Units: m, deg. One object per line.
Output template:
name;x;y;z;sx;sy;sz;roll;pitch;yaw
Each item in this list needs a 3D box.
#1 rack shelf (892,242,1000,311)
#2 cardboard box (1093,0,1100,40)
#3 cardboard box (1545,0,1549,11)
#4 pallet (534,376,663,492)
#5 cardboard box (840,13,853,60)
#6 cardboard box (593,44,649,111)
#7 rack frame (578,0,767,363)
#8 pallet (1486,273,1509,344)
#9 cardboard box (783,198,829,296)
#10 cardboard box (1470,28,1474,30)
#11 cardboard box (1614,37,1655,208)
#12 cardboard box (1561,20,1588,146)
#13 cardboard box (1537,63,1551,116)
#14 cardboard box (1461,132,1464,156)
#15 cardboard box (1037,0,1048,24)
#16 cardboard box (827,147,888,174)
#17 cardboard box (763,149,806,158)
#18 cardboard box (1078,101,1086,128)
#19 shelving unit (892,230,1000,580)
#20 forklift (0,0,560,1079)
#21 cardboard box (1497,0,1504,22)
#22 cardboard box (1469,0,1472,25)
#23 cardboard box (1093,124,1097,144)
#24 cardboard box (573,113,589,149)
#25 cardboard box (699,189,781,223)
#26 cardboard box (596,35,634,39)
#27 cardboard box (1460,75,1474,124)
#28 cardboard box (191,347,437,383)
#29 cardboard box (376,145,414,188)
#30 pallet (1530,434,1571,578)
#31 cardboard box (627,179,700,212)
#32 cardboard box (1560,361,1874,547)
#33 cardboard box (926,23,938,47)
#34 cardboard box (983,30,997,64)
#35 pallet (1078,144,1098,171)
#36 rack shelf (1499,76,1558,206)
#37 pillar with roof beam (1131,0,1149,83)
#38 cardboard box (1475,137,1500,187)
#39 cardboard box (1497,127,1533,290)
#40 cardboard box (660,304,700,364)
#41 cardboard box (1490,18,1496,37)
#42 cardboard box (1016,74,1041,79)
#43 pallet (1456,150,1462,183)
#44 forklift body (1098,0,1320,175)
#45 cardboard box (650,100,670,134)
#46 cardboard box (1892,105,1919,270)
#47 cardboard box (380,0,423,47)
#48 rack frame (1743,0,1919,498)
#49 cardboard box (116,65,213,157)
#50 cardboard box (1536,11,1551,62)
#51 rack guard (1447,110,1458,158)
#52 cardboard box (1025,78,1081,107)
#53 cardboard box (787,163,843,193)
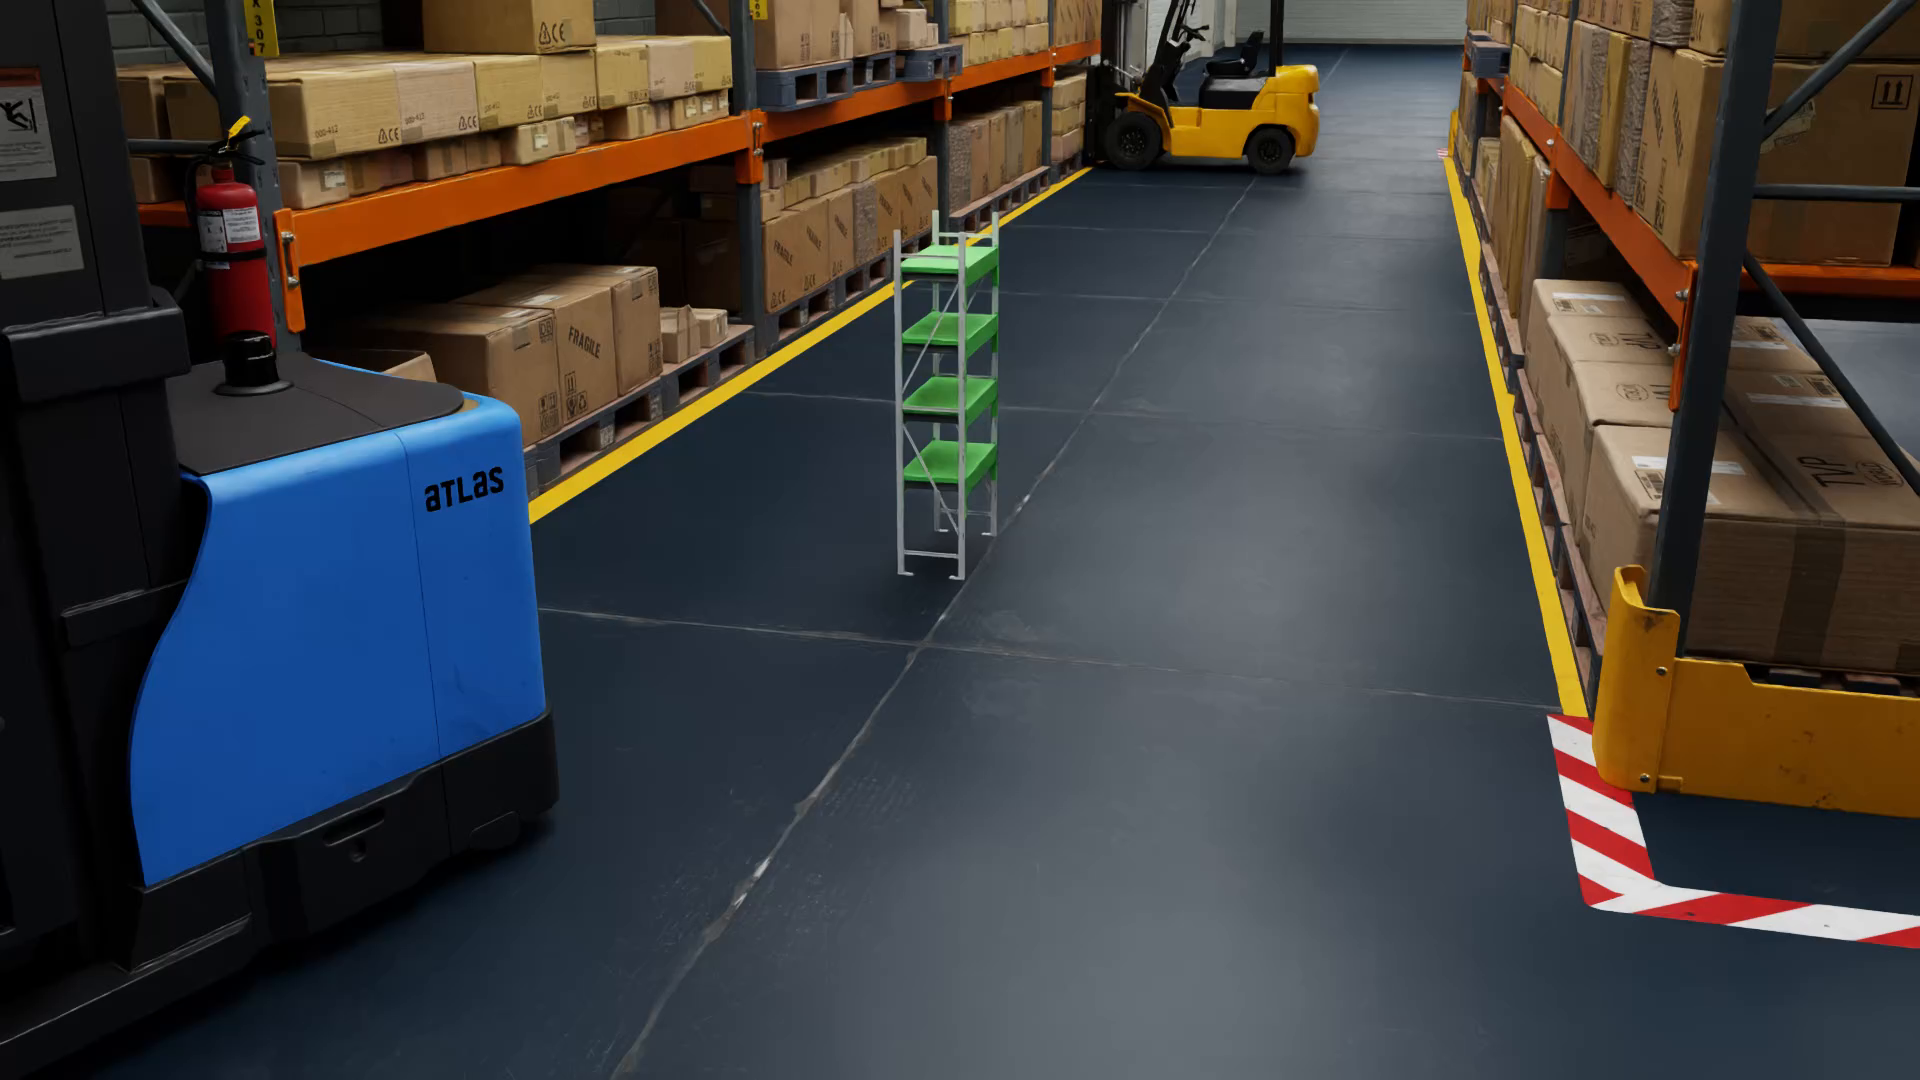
rack shelf;-0.040;-0.910;5.707;0.258;0.148;0.480;5;19;13
cardboard box;1.249;-5.748;18.219;0.500;0.500;0.500;4;19;12
cardboard box;3.385;-3.046;8.764;0.500;0.500;0.500;5;20;15
pallet;-2.022;-0.518;7.378;1.003;0.211;1.213;5;19;13
cardboard box;-0.845;-2.977;9.820;0.396;0.266;0.258;6;20;16
cardboard box;-1.688;-2.014;7.215;0.500;0.250;0.500;5;19;13
rack frame;-1.557;-2.437;8.680;1.000;3.000;0.127;5;19;13
pallet;3.669;-1.358;9.835;1.003;0.211;1.213;5;19;13
cardboard box;-1.100;-1.754;9.899;0.500;0.500;0.500;4;19;13
cardboard box;5.607;-5.365;17.643;0.380;0.149;0.250;5;19;14
cardboard box;2.394;-1.330;5.285;0.500;0.500;0.500;5;20;15
cardboard box;2.889;-1.967;7.150;0.500;0.500;0.500;5;20;15
cardboard box;3.248;-2.295;8.497;0.500;0.250;0.500;4;19;13
cardboard box;5.345;-3.984;16.815;0.500;0.250;0.500;5;19;14
cardboard box;0.526;-4.936;15.455;0.500;0.250;0.500;4;19;12
cardboard box;-0.707;-2.592;11.350;0.380;0.149;0.250;5;20;15
cardboard box;-1.257;-2.545;11.213;0.380;0.149;0.250;4;19;12
cardboard box;1.070;-4.520;17.611;0.500;0.250;0.500;4;19;13
shelving unit;7.155;-1.278;8.074;13.061;1.200;8.595;5;19;13
forklift;1.984;-0.196;2.365;8.545;2.843;7.303;13;23;34
cardboard box;4.192;-4.014;12.033;0.500;0.500;0.500;4;19;13
cardboard box;5.681;-5.706;17.637;0.500;0.500;0.500;5;20;15
cardboard box;1.200;-4.447;18.172;0.500;0.250;0.500;5;20;15
cardboard box;-1.784;-1.716;6.958;0.380;0.149;0.250;5;19;13
cardboard box;-1.211;-1.851;9.179;0.380;0.149;0.250;6;20;16
cardboard box;-0.758;-3.731;11.856;0.659;0.500;8.552;5;20;15
cardboard box;5.595;-4.657;17.624;0.500;0.500;0.500;4;19;11
cardboard box;-2.293;-0.384;5.885;0.797;0.503;0.637;4;19;11
cardboard box;-2.140;-1.314;5.782;0.380;0.149;0.250;4;19;13
pallet;2.699;-0.110;6.184;1.003;0.211;1.213;5;19;13
cardboard box;-1.688;-1.980;9.559;0.380;0.149;0.250;5;19;13
cardboard box;2.560;-0.281;5.682;0.875;0.438;0.875;5;20;15
cardboard box;-0.368;-3.534;11.632;0.380;0.149;0.250;5;19;14
cardboard box;0.012;-4.058;13.661;0.500;0.250;0.500;4;19;12
pallet;0.929;-4.254;18.315;1.003;0.211;1.213;5;19;13
rack shelf;3.746;-2.332;9.488;1.077;0.370;4.000;5;19;13
pillar with roof beam;7.437;-12.311;28.308;9.100;9.000;0.400;5;19;13
cardboard box;5.086;-3.344;14.752;0.950;0.372;0.625;5;19;14
cardboard box;16.289;-5.183;7.114;25.988;8.790;3.910;5;19;14
cardboard box;-1.496;-1.032;8.148;0.396;0.266;0.258;5;20;15
cardboard box;4.425;-4.078;13.226;0.380;0.149;0.250;5;20;15
cardboard box;0.576;-4.802;17.662;0.500;0.250;0.500;5;19;14
pallet;5.638;-3.830;17.076;1.003;0.211;1.213;5;19;13
forklift body;2.681;-5.058;17.667;2.313;2.155;1.214;5;19;13
cardboard box;-1.563;-1.951;7.648;0.380;0.149;0.250;5;20;15
cardboard box;2.676;-0.967;4.224;0.500;0.500;0.500;5;19;13
cardboard box;-2.179;-2.415;7.230;0.500;0.500;0.500;4;19;12
rack frame;2.277;-0.792;3.866;0.949;2.616;0.053;5;19;13
cardboard box;-2.679;-1.418;5.469;0.500;0.250;0.500;5;20;15
cardboard box;3.365;-2.689;8.878;0.500;0.250;0.500;5;20;15
rack guard;6.171;-4.600;18.882;1.175;0.500;0.348;5;19;13
cardboard box;0.955;-4.601;17.075;0.500;0.250;0.500;5;19;13
cardboard box;-0.953;-2.265;10.392;0.380;0.149;0.250;5;20;15
